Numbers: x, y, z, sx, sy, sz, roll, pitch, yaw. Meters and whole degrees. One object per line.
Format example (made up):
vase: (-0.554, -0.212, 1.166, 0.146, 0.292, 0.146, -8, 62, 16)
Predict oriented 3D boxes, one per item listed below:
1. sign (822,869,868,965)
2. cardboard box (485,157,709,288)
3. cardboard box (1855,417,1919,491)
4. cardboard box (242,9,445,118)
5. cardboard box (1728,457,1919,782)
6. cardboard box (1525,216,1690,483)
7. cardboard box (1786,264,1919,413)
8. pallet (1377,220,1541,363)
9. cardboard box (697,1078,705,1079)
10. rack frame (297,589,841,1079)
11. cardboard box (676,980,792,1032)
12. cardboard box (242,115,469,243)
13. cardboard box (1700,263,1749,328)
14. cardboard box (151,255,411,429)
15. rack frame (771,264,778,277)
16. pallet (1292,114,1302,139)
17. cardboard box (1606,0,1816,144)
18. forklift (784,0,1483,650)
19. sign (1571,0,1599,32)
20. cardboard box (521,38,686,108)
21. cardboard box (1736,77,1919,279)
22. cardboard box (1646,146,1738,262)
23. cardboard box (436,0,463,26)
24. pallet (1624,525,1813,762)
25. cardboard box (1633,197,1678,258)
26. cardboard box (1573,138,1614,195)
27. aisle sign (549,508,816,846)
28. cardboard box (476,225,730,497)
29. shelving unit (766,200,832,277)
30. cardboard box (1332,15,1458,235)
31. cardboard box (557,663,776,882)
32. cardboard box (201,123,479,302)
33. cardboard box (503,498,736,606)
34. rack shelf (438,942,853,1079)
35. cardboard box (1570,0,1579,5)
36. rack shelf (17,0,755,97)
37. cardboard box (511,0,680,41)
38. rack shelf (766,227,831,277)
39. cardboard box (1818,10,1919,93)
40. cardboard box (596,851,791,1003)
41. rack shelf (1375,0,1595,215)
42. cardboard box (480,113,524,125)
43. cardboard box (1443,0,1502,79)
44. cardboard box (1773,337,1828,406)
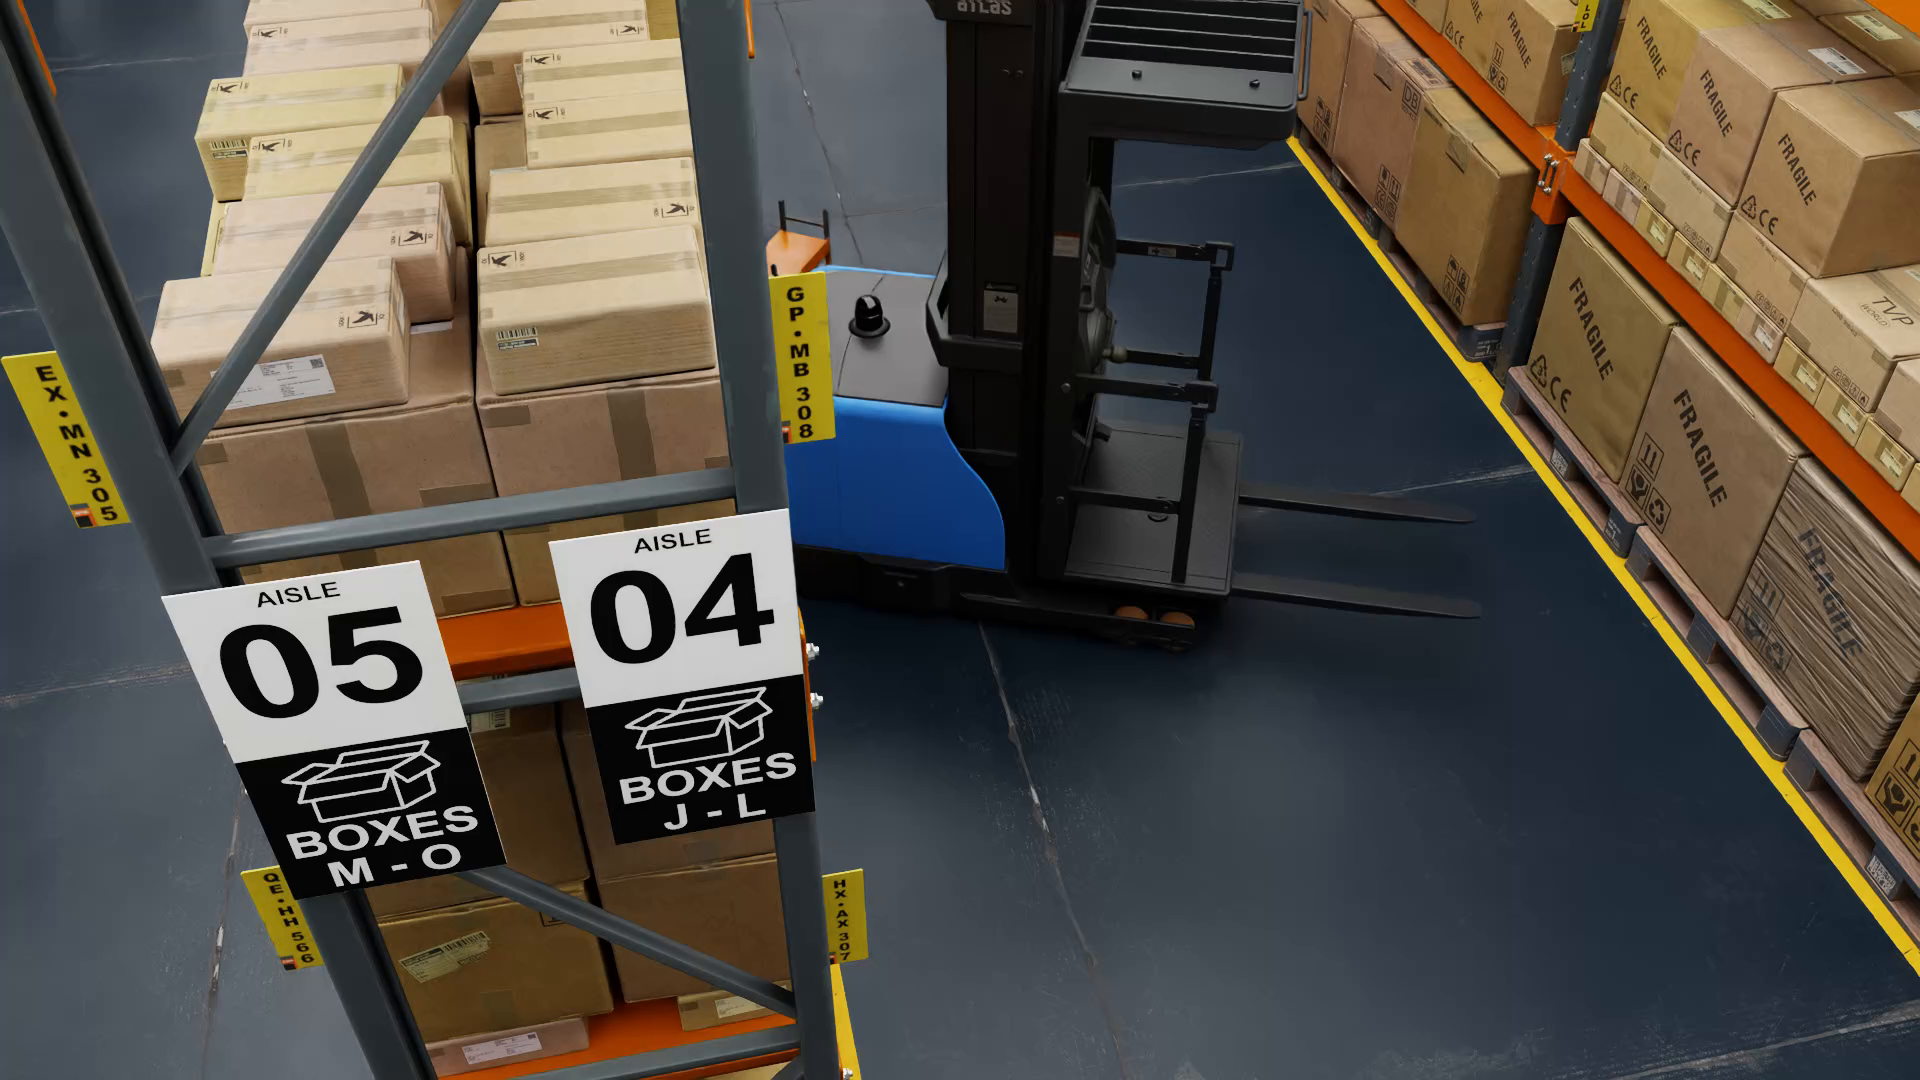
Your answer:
sign: (-0.258, 0.837, 3.677, 0.100, 0.325, 0.005, -8, 42, -9)
cardboard box: (-0.673, -0.573, 3.095, 0.380, 0.149, 0.250, -7, 42, -8)
cardboard box: (3.400, -0.326, 5.829, 0.380, 0.149, 0.250, -8, 42, -9)
cardboard box: (-1.319, -1.005, 3.581, 0.380, 0.149, 0.250, -9, 42, -10)
cardboard box: (3.664, 0.238, 6.288, 0.875, 0.875, 0.875, -8, 42, -9)
cardboard box: (3.278, -0.922, 7.595, 0.875, 0.875, 0.875, -8, 42, -9)
cardboard box: (3.378, -0.733, 5.987, 0.500, 0.250, 0.500, -8, 42, -9)
pallet: (2.973, -1.446, 9.001, 1.003, 0.211, 1.213, -8, 42, -9)
cardboard box: (-0.650, 1.660, 5.009, 0.380, 0.149, 0.250, -7, 42, -7)
rack frame: (-0.788, 1.239, 3.877, 1.000, 3.000, 0.127, -8, 42, -9)
cardboard box: (-0.538, 1.076, 4.249, 0.380, 0.149, 0.250, -9, 42, -10)
cardboard box: (-1.160, -0.676, 3.211, 0.380, 0.149, 0.250, -10, 42, -11)
cardboard box: (3.181, -0.989, 6.575, 0.380, 0.149, 0.250, -9, 42, -10)
cardboard box: (-1.147, -0.336, 2.828, 0.380, 0.149, 0.250, -9, 42, -10)
rack frame: (-0.884, -0.741, 7.461, 0.240, 1.200, 0.015, 15, 44, 17)
pallet: (2.447, -3.027, 10.783, 1.003, 0.211, 1.213, -8, 42, -9)
cardboard box: (3.067, -1.988, 6.835, 0.500, 0.500, 0.500, -8, 42, -9)
forklift: (0.723, -1.016, 6.468, 3.031, 2.935, 1.130, 7, 42, 8)
sign: (2.686, -2.319, 7.072, 0.100, 0.325, 0.005, -8, 42, -9)
cardboard box: (-0.712, -0.917, 3.482, 0.380, 0.149, 0.250, -8, 42, -9)
cardboard box: (3.283, -1.331, 6.095, 0.500, 0.500, 0.500, -10, 42, -11)
cardboard box: (3.162, -1.389, 6.726, 0.500, 0.250, 0.500, -9, 42, -9)
cardboard box: (-1.453, -1.268, 4.178, 0.500, 0.250, 0.500, -10, 43, -11)
pallet: (3.568, 0.340, 6.990, 1.003, 0.211, 1.213, -8, 42, -9)
cardboard box: (3.067, -1.325, 6.954, 0.380, 0.149, 0.250, -7, 42, -8)
cardboard box: (2.953, -1.666, 7.338, 0.380, 0.149, 0.250, -8, 42, -9)
aisle sign: (-0.479, 0.271, 3.009, 0.394, 0.787, 0.004, -8, 42, -9)
cardboard box: (-0.631, -0.342, 3.134, 0.500, 0.250, 0.500, -8, 42, -9)
shelving unit: (-0.789, -0.890, 7.629, 0.258, 1.200, 0.503, 15, 44, 17)
cardboard box: (2.862, -2.353, 9.207, 1.225, 0.875, 0.875, -10, 43, -11)
cardboard box: (-0.626, 0.387, 3.783, 0.500, 0.500, 0.500, -9, 42, -10)
cardboard box: (-1.247, -0.607, 3.433, 0.500, 0.250, 0.500, -9, 42, -10)
cardboard box: (-0.635, -0.154, 3.300, 0.500, 0.250, 0.500, -7, 42, -8)
rack shelf: (-1.220, 0.211, 5.576, 1.077, 0.370, 4.000, -8, 42, -9)
cardboard box: (3.068, -2.825, 7.623, 0.797, 0.503, 0.637, -9, 42, -10)
rack shelf: (-1.220, -2.031, 3.585, 1.077, 0.370, 4.000, -8, 42, -9)
cardboard box: (-0.835, -1.254, 3.861, 0.380, 0.149, 0.250, -7, 42, -8)
rack shelf: (-0.792, -1.185, 7.369, 0.258, 0.148, 0.480, 15, 44, 17)
cardboard box: (3.678, -1.750, 6.567, 0.500, 0.500, 0.500, -8, 42, -9)
cardboard box: (-0.615, 0.760, 4.117, 0.500, 0.500, 0.500, -6, 42, -7)
rack shelf: (2.782, -3.027, 9.224, 1.077, 0.370, 4.000, -8, 42, -9)
cardboard box: (-0.840, -1.003, 3.879, 0.500, 0.250, 0.500, -8, 42, -9)
cardboard box: (2.746, -2.622, 8.151, 0.500, 0.500, 0.500, -7, 42, -8)
cardboard box: (3.291, -0.656, 6.200, 0.380, 0.149, 0.250, -9, 42, -11)
